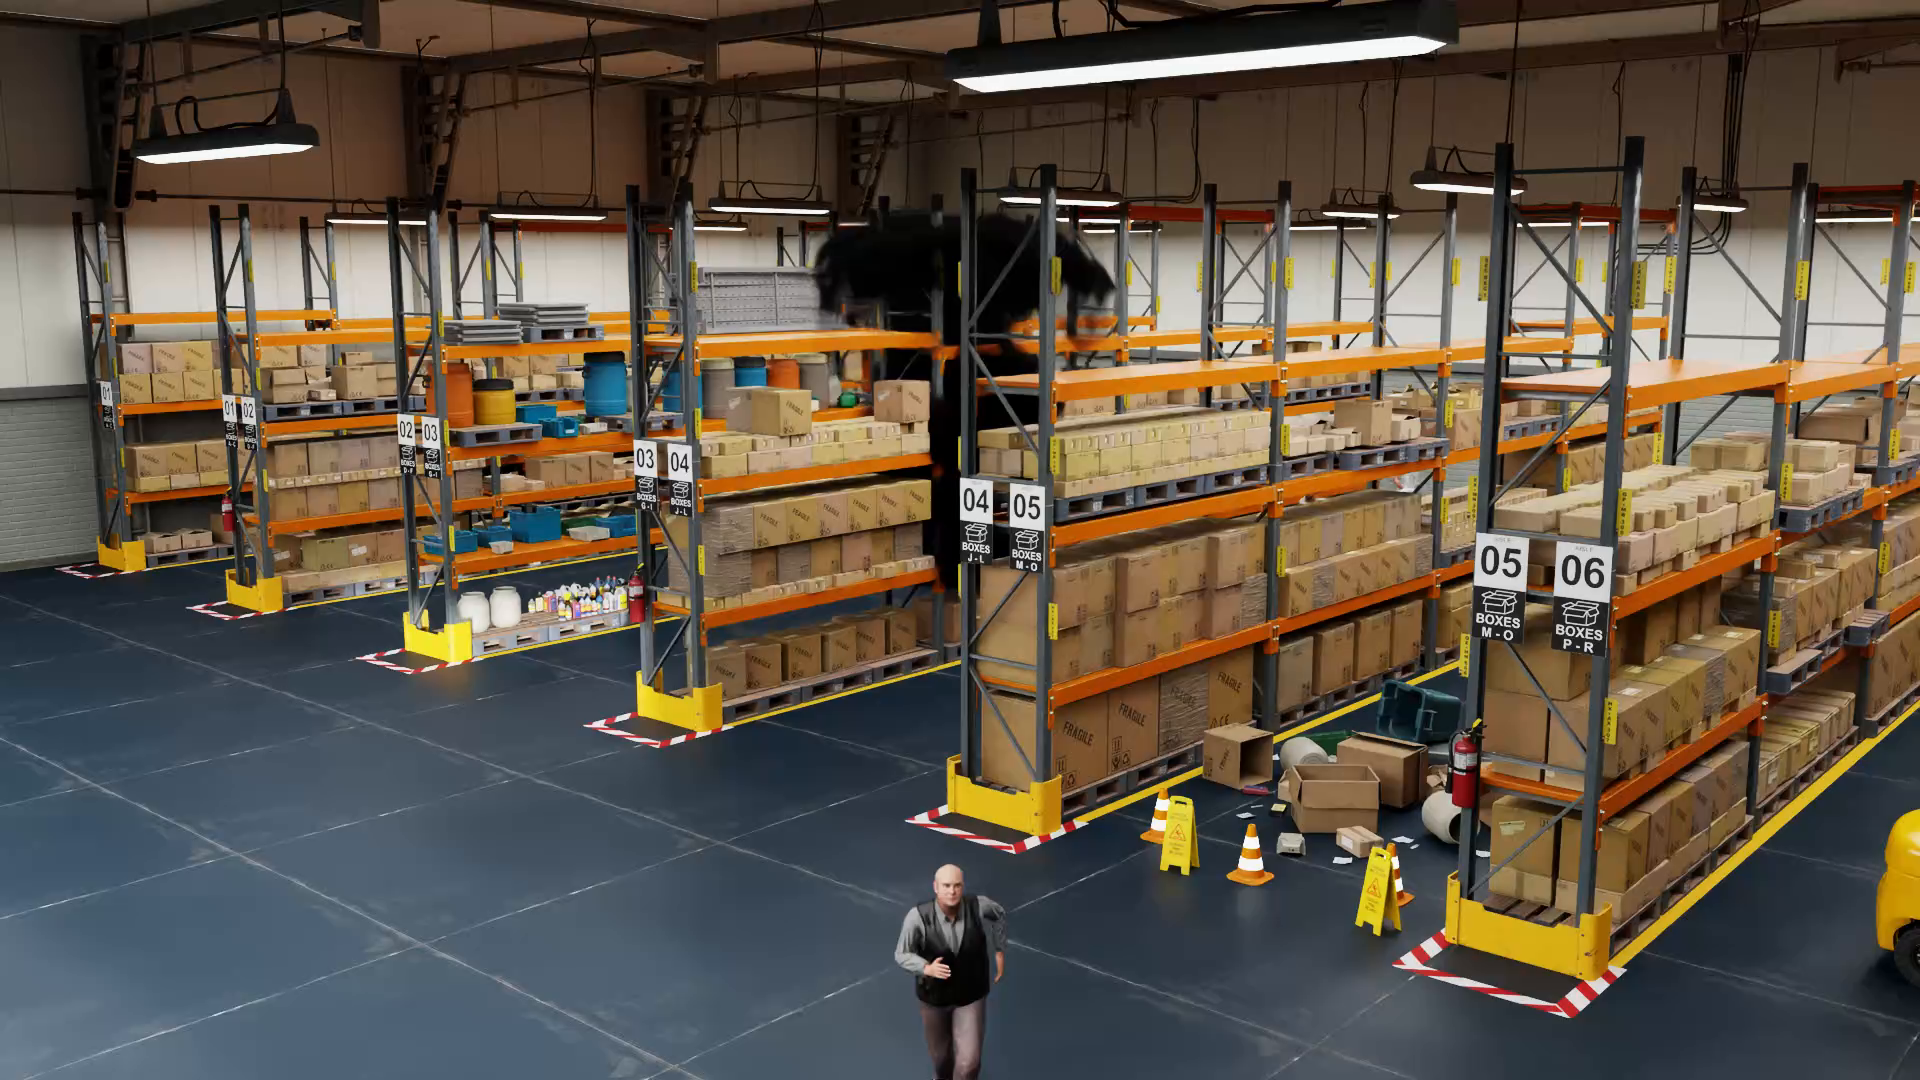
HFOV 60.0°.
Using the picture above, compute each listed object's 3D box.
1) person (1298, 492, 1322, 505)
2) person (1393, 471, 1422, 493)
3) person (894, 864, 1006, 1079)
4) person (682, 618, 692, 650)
[{"bbox_3d":[5.566,-0.041,26.239,0.649,1.791,1.156,8,12,39],"label":"person"},{"bbox_3d":[8.480,-0.878,31.278,0.685,1.746,0.512,-6,11,-34],"label":"person"},{"bbox_3d":[-0.052,2.723,9.833,0.678,1.763,0.853,-1,10,-5],"label":"person"},{"bbox_3d":[-3.322,0.923,20.646,0.600,1.657,0.566,6,11,33],"label":"person"}]
